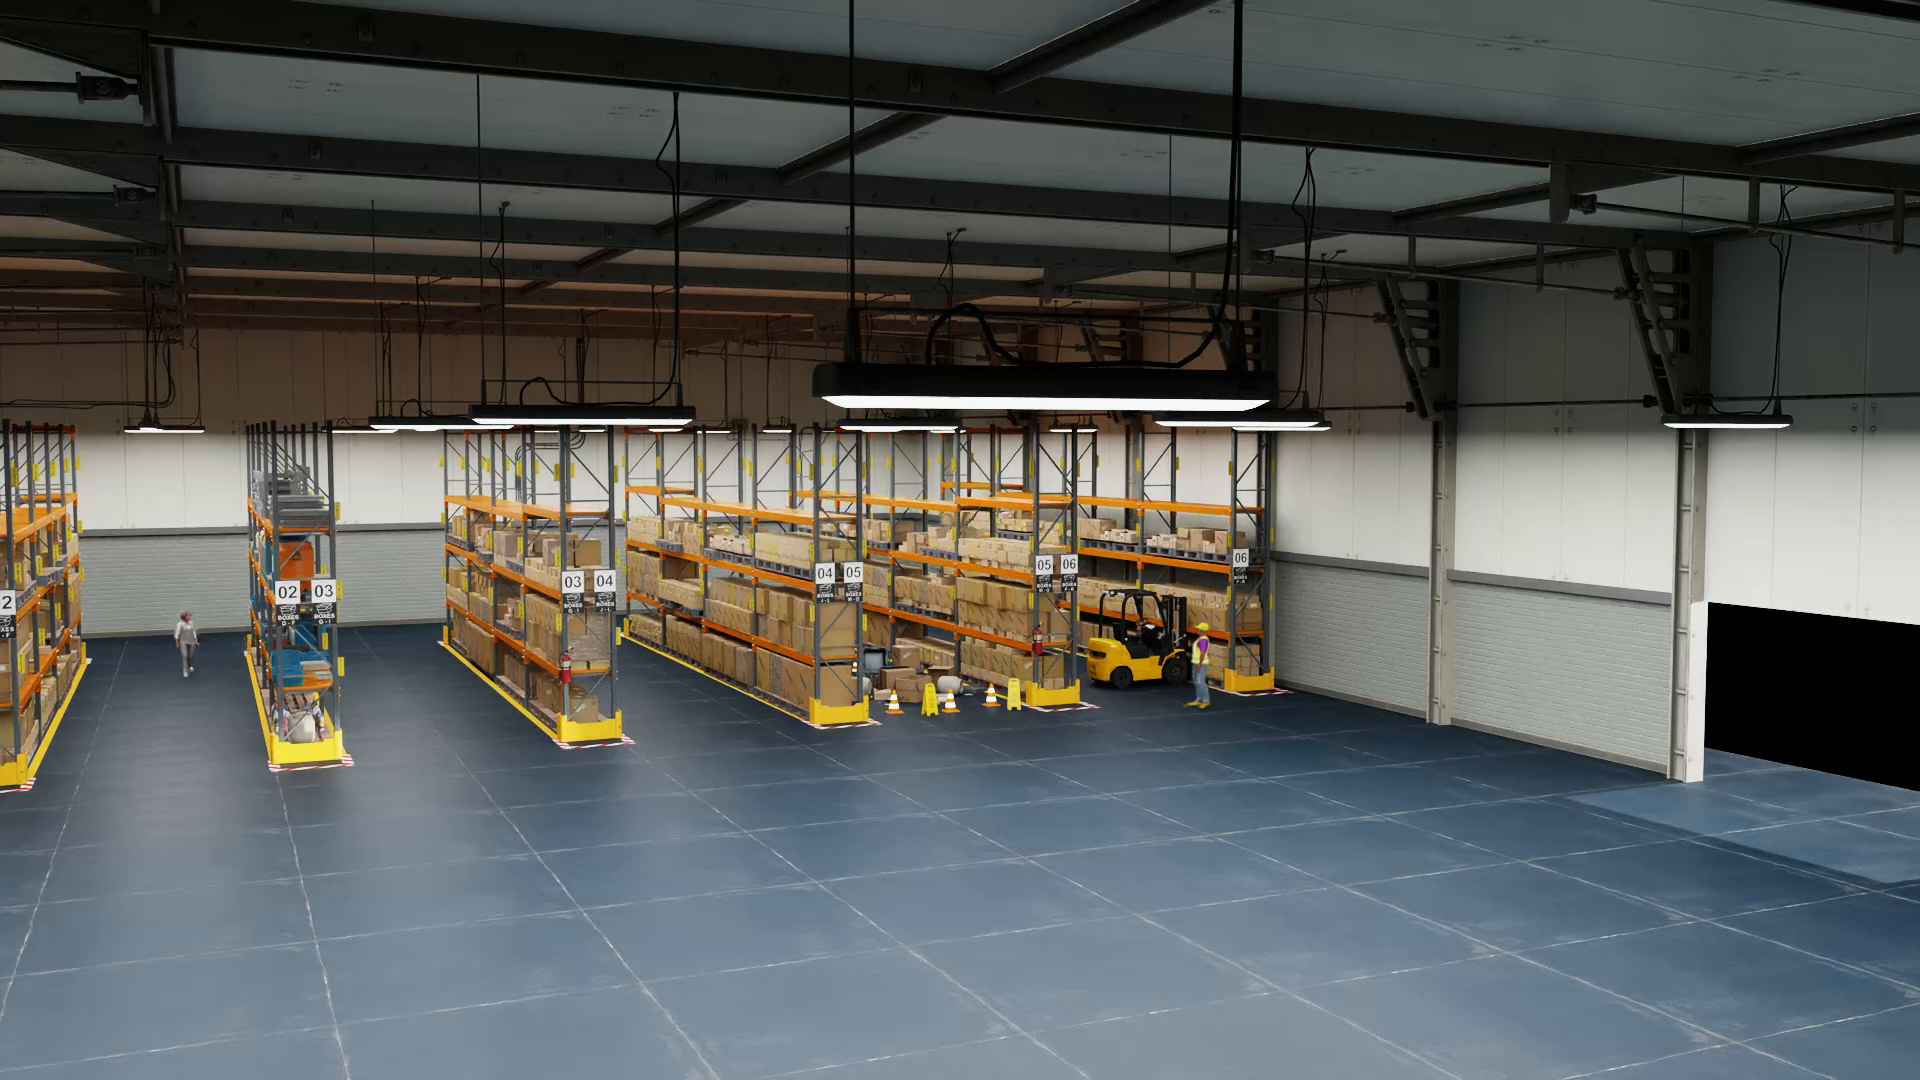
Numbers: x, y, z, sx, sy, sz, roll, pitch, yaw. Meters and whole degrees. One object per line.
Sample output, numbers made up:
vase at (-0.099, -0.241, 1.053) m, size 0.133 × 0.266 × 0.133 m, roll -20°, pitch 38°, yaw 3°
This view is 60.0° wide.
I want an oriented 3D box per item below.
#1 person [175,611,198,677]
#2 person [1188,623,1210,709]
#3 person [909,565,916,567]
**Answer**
person at (-18.465, 2.463, 39.699) m, size 0.499 × 1.548 × 0.934 m, roll -2°, pitch 4°, yaw -28°
person at (5.076, 2.642, 35.156) m, size 0.419 × 1.793 × 0.613 m, roll -1°, pitch 4°, yaw -19°
person at (-1.501, 1.600, 52.630) m, size 0.748 × 1.649 × 0.530 m, roll -2°, pitch 4°, yaw -33°
